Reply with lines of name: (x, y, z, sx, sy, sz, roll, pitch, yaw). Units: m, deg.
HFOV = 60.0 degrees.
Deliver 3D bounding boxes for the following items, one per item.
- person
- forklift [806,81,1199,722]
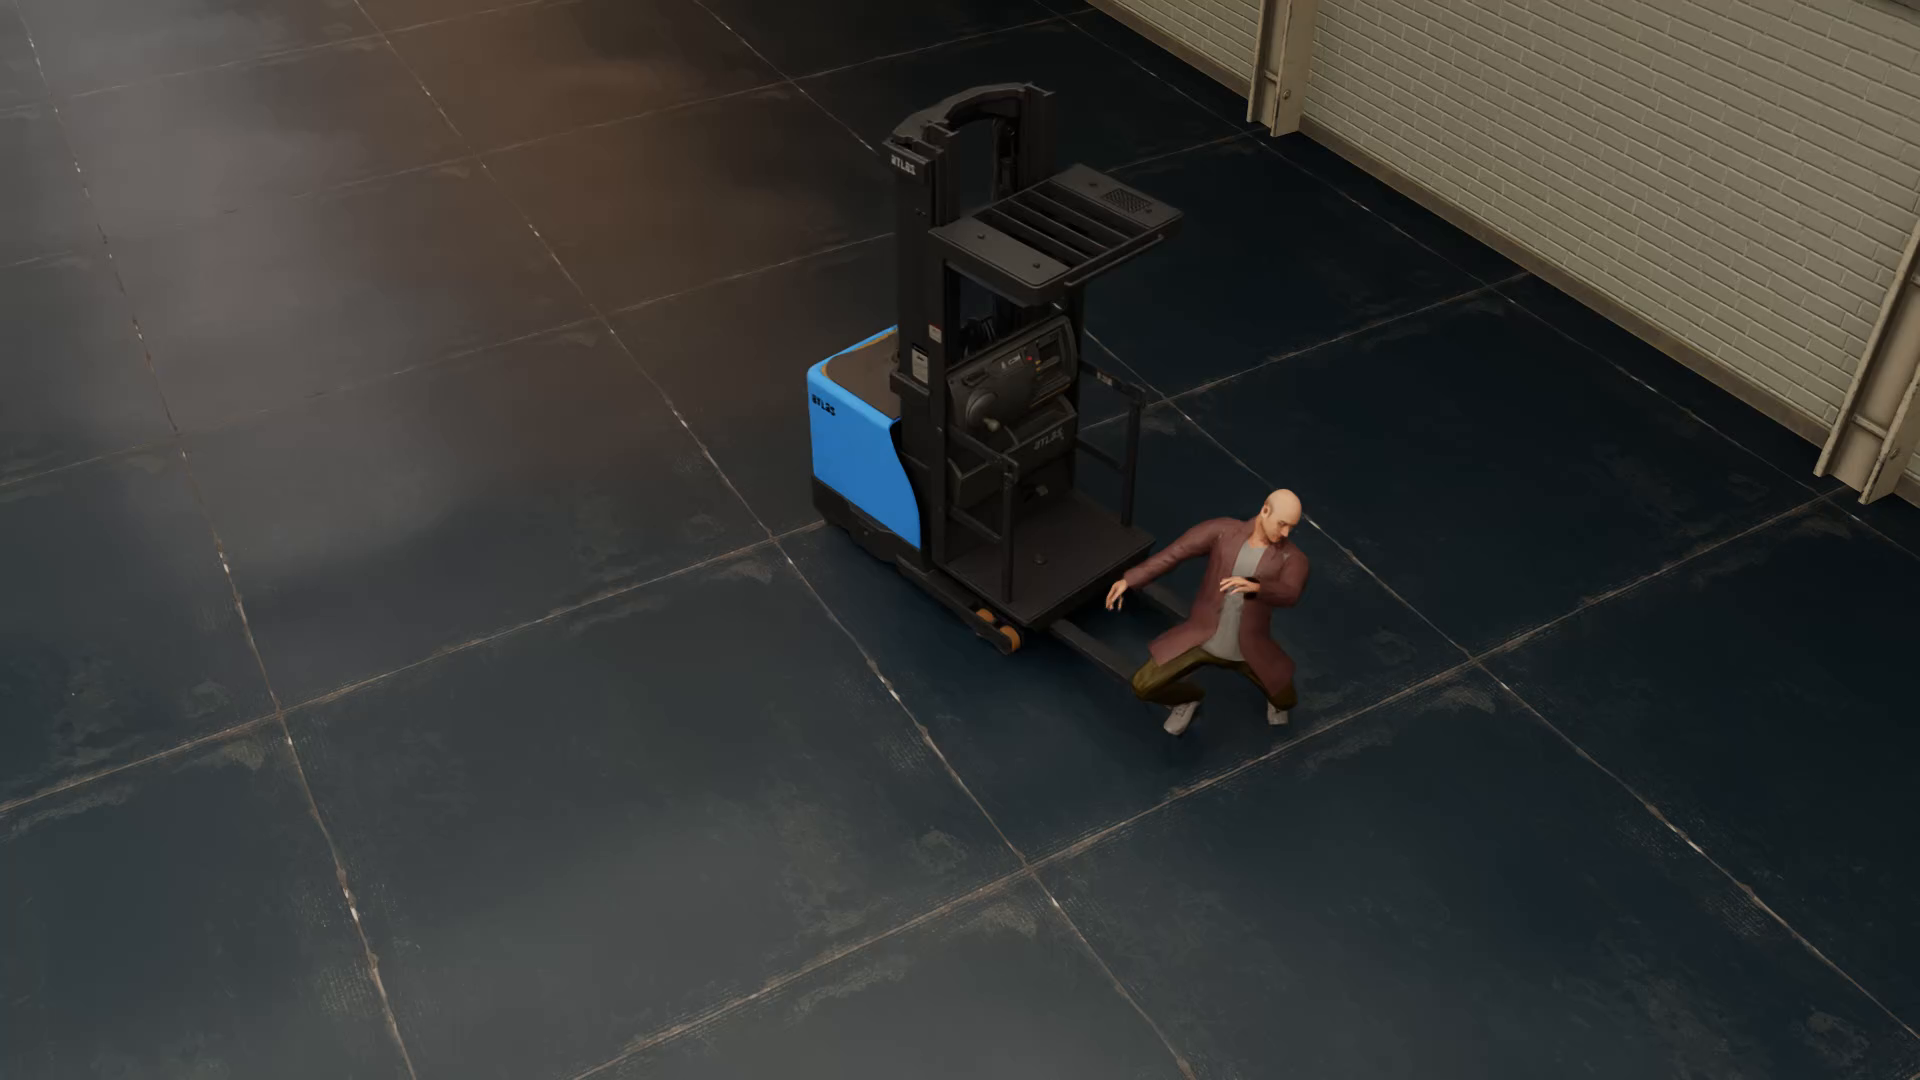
person: (1.262, 0.463, 8.527, 1.035, 1.518, 0.869, 7, 40, 9)
forklift: (0.441, -0.845, 9.055, 1.130, 2.935, 3.031, -31, 49, -32)
